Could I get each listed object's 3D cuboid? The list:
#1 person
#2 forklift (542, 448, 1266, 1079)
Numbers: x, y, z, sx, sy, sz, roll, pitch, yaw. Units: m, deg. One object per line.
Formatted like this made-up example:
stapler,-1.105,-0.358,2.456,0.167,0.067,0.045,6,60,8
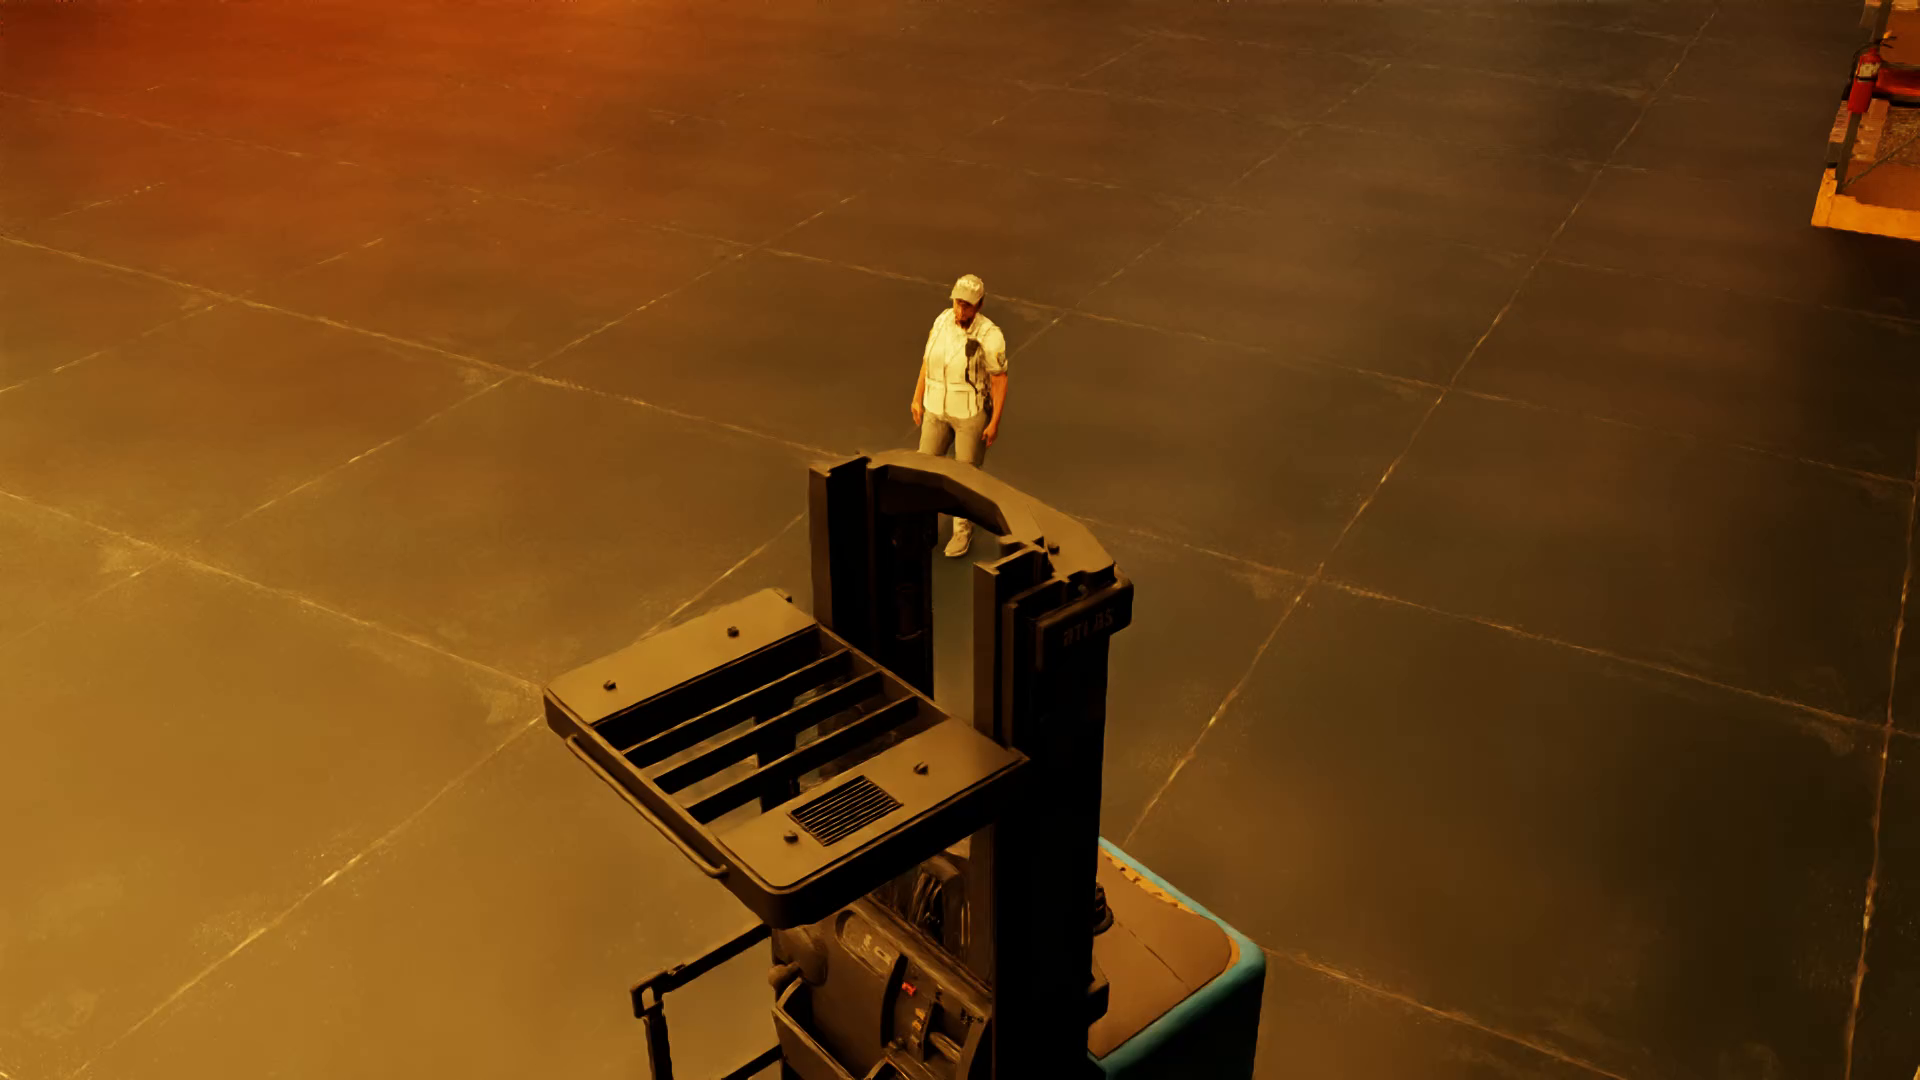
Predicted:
person,-0.057,-0.700,9.534,0.598,1.669,0.529,15,33,25
forklift,-0.410,1.323,4.778,3.031,2.935,1.130,-24,37,-35
